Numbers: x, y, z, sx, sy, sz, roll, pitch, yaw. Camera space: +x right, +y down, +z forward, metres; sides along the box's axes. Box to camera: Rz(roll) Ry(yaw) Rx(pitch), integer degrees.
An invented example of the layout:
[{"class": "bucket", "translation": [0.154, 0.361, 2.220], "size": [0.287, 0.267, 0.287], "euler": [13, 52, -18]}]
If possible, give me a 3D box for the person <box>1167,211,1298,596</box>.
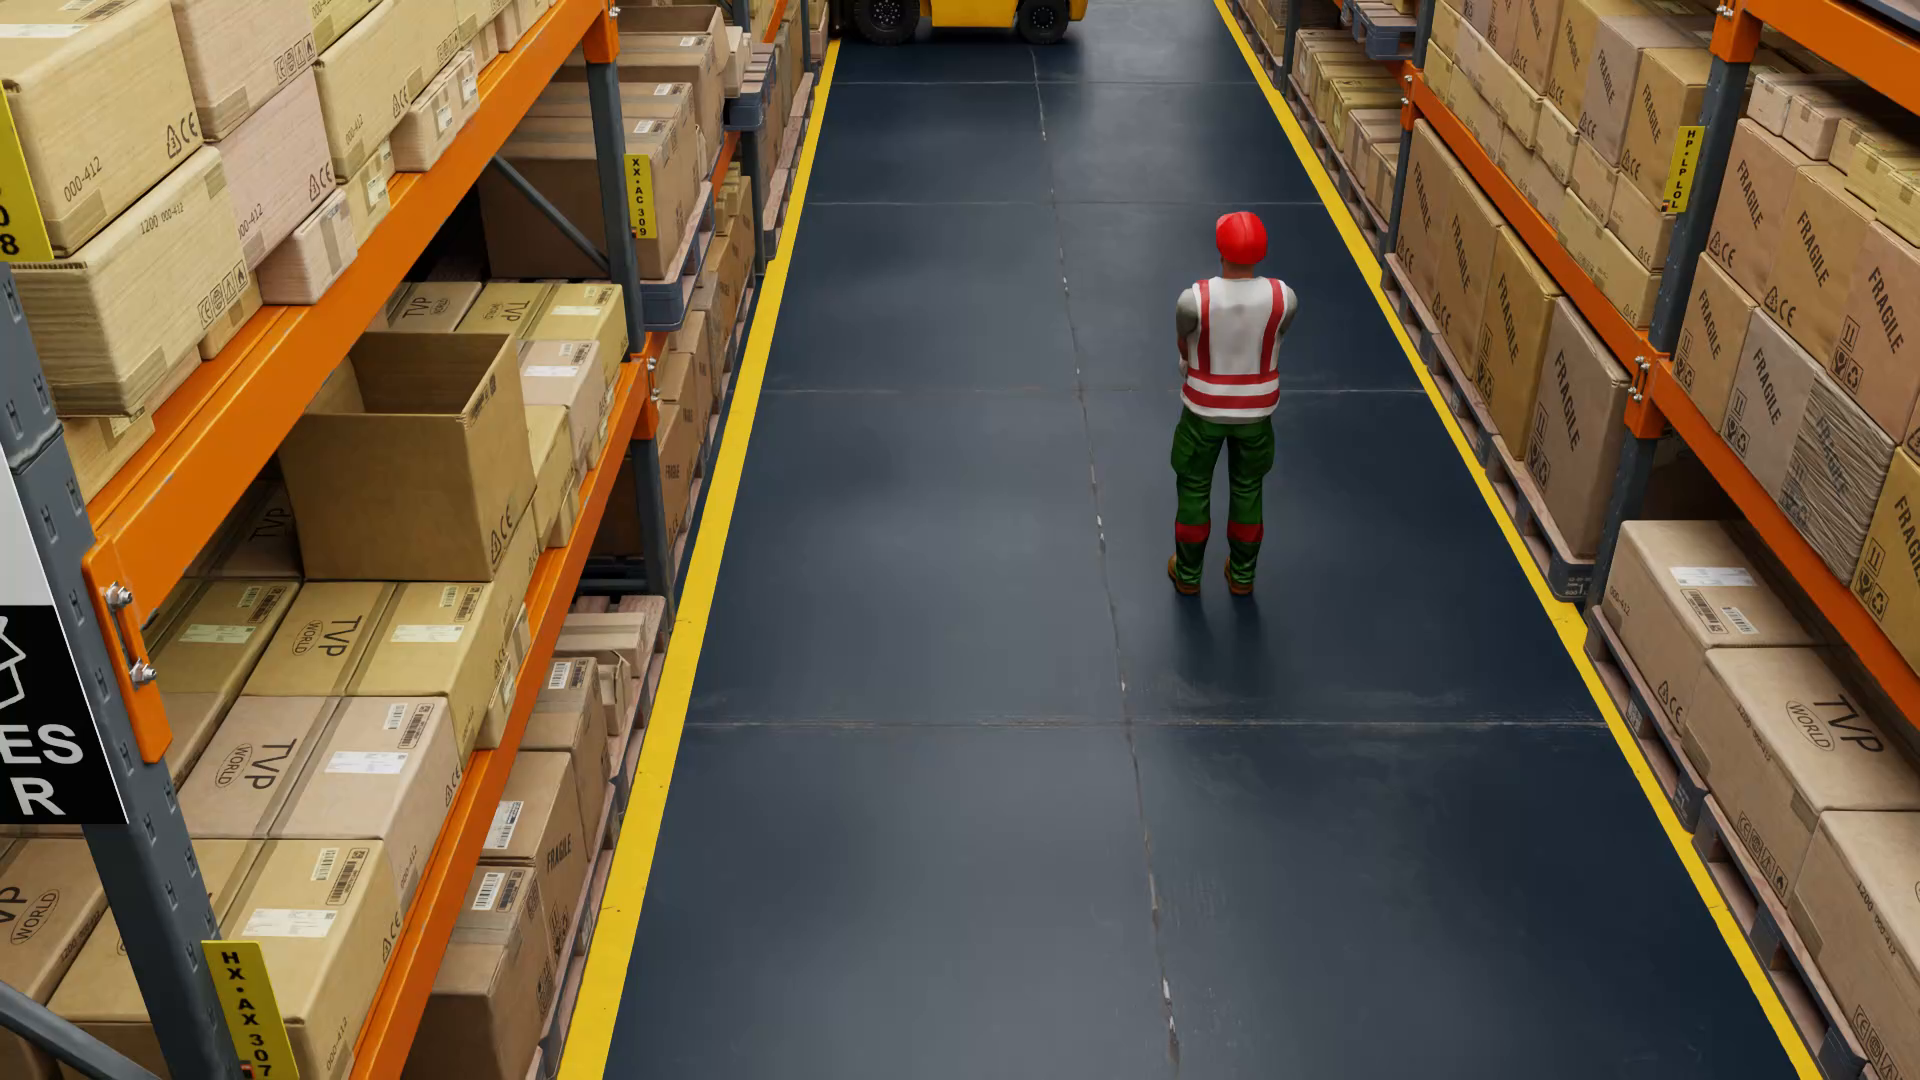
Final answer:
[{"class": "person", "translation": [1.125, -0.608, 7.119], "size": [0.494, 1.783, 0.563], "euler": [0, 31, 0]}]
